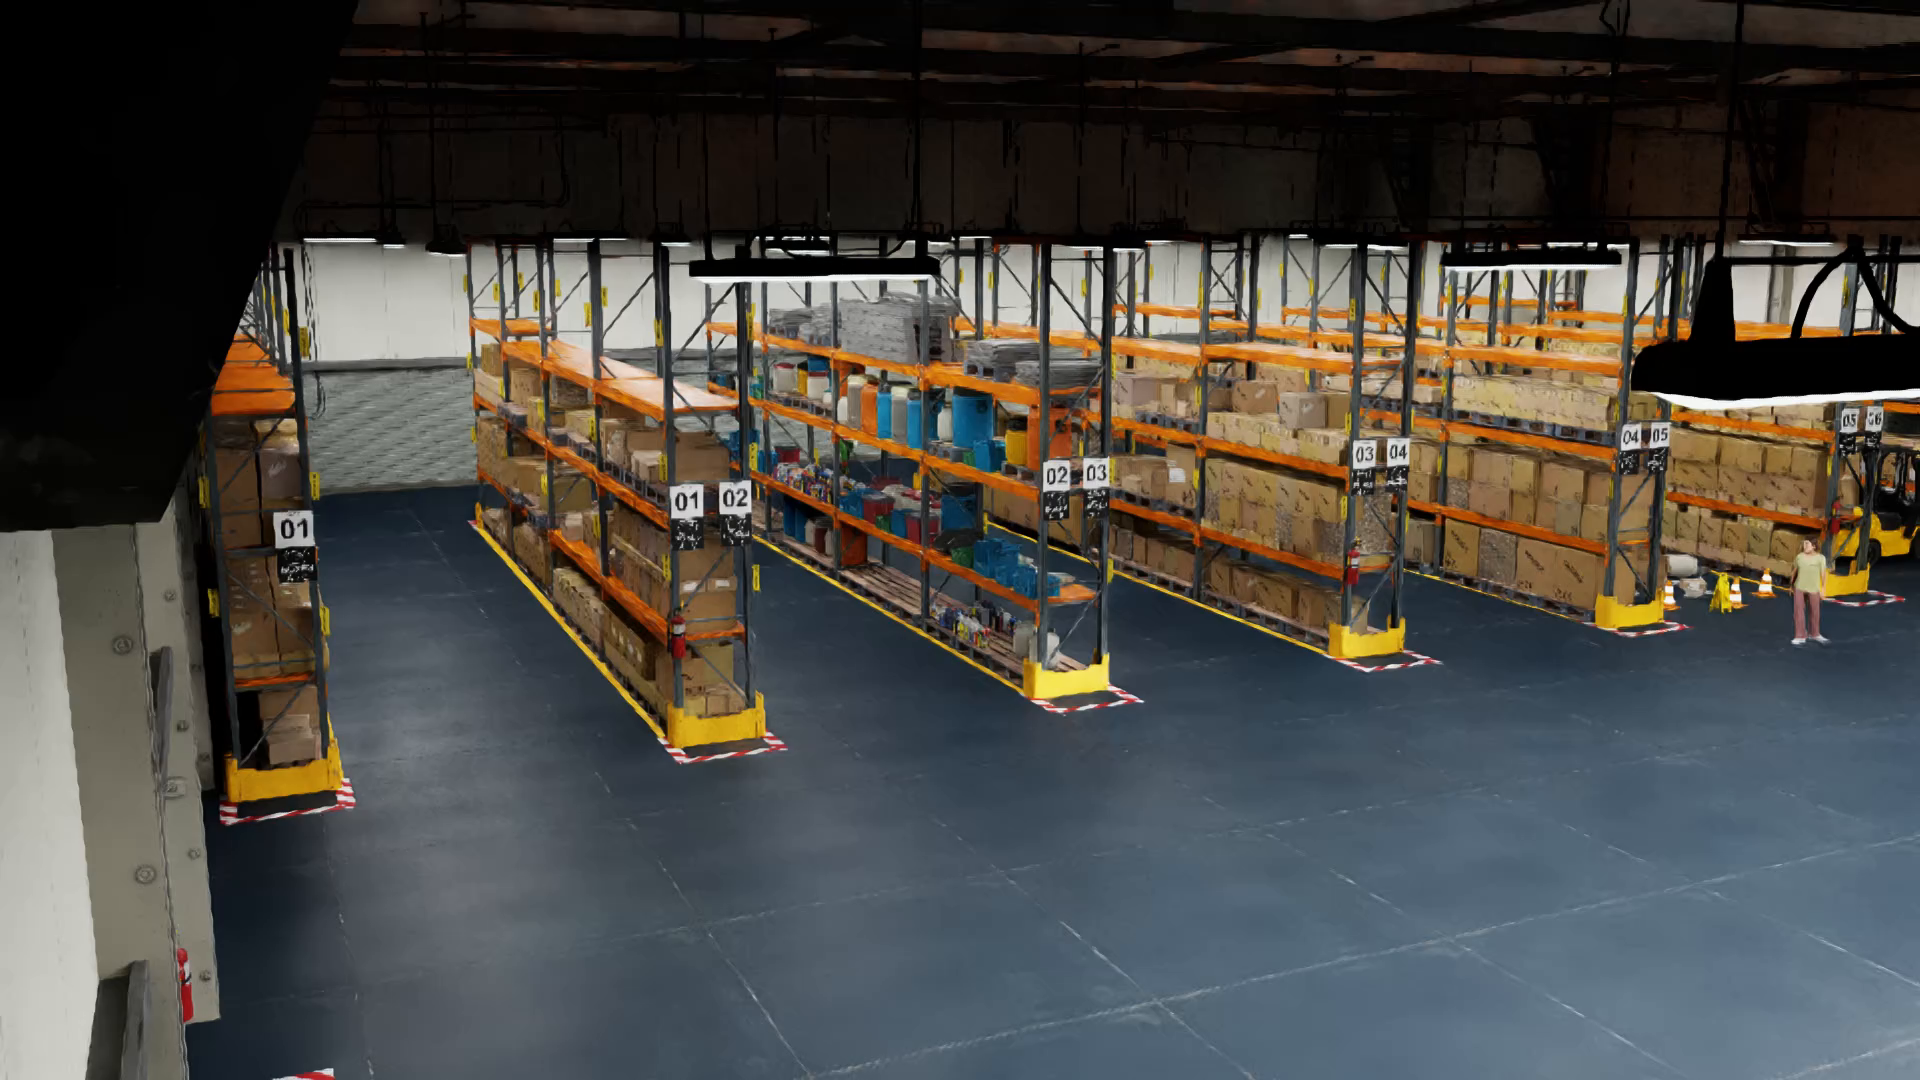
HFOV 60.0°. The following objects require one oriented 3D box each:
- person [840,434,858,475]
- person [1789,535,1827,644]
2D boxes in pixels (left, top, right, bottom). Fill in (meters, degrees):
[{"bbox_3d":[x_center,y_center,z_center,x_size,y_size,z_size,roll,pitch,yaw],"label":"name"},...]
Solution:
[{"bbox_3d":[-2.809,-2.507,41.461,0.556,1.704,1.120,-4,12,-21],"label":"person"},{"bbox_3d":[12.786,0.739,25.008,0.562,1.656,0.535,9,14,38],"label":"person"}]
